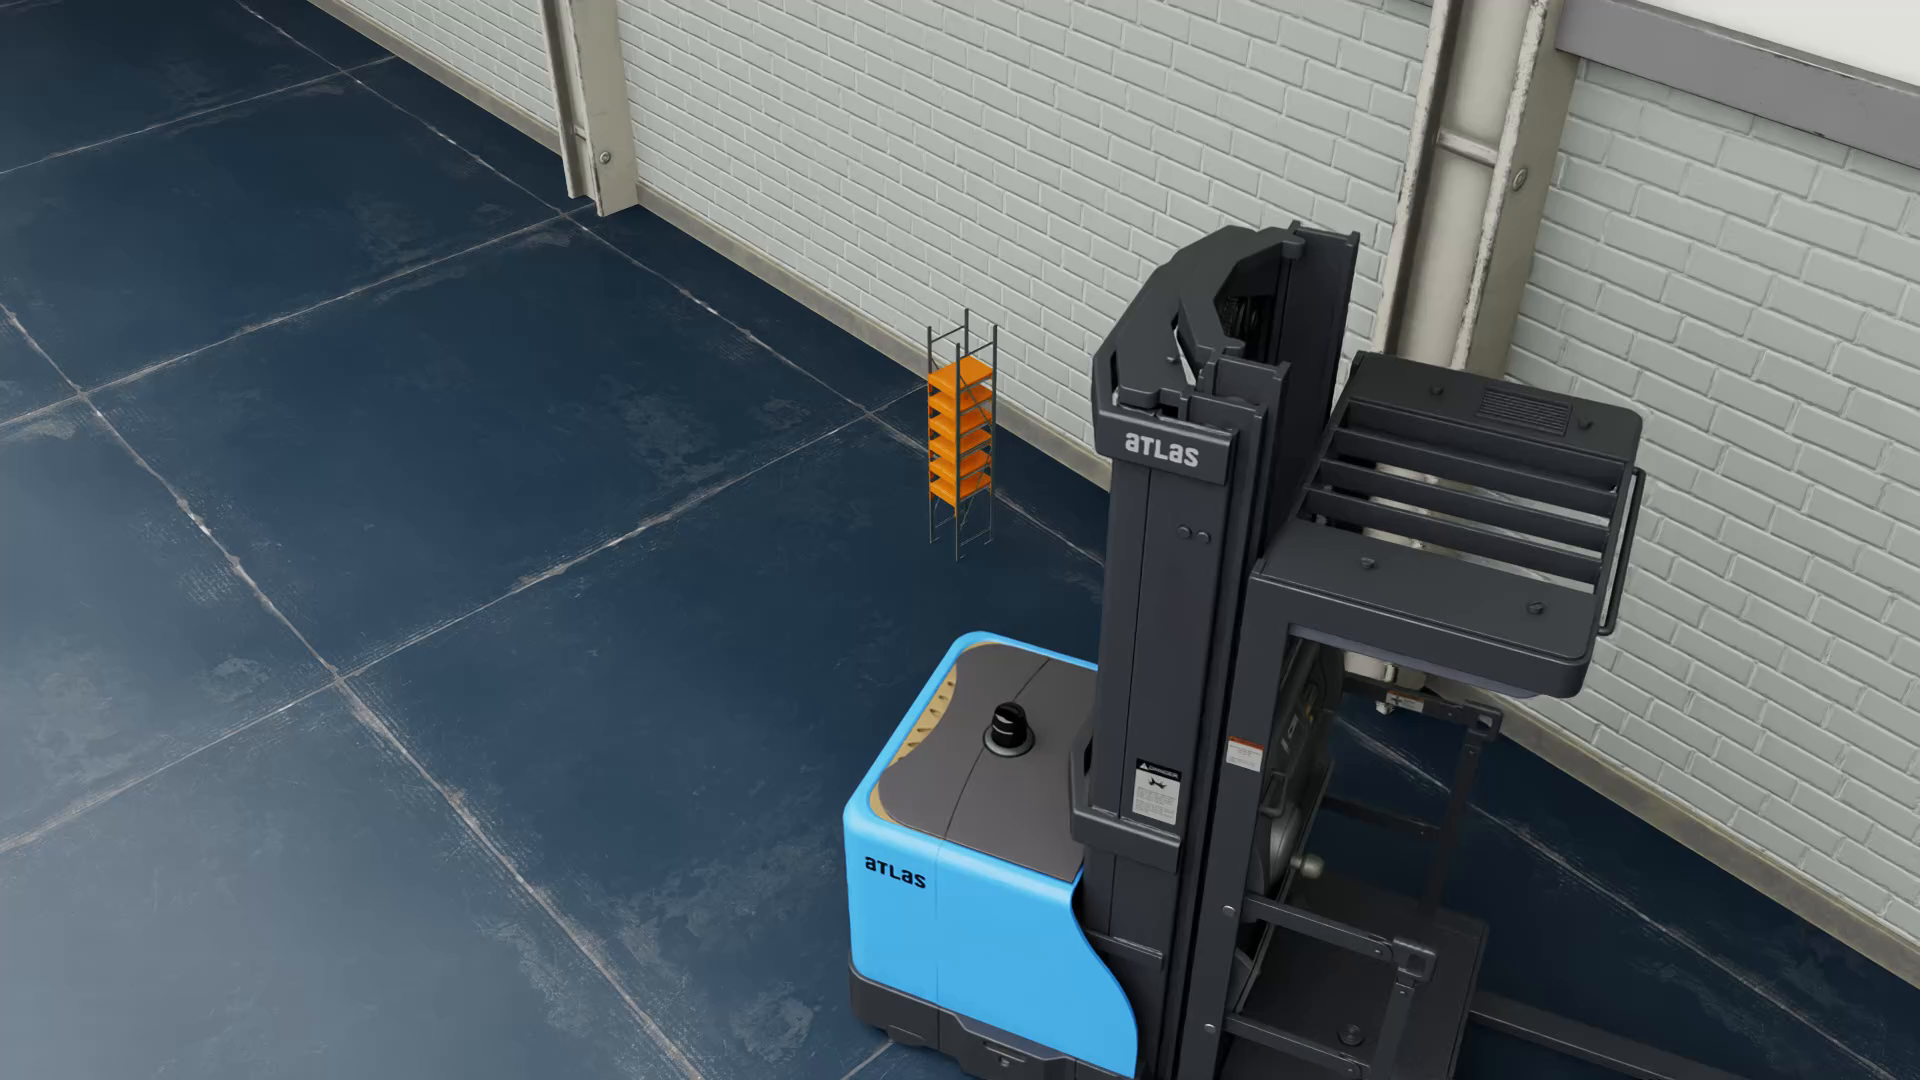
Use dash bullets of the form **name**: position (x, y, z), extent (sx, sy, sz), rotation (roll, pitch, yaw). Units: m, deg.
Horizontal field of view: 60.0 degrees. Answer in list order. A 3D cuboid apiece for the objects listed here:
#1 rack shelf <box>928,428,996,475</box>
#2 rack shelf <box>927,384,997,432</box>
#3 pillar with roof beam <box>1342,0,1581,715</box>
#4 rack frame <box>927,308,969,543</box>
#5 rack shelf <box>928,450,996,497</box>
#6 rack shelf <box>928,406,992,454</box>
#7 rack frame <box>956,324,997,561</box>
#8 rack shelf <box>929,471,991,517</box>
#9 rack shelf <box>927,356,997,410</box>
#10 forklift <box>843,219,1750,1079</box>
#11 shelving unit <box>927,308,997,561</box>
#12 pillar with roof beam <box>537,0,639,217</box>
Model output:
- **rack shelf**: position (0.010, -0.426, 7.600), extent (0.258, 0.103, 0.180), rotation (-30, 48, -32)
- **rack shelf**: position (0.010, -0.612, 7.450), extent (0.258, 0.103, 0.180), rotation (-30, 48, -32)
- **pillar with roof beam**: position (-1.388, -1.085, 2.140), extent (9.100, 9.000, 0.400), rotation (-30, 48, -32)
- **rack frame**: position (-0.052, -0.502, 7.625), extent (0.240, 1.200, 0.006), rotation (-30, 48, -32)
- **rack shelf**: position (0.010, -0.332, 7.676), extent (0.258, 0.103, 0.180), rotation (-30, 48, -32)
- **rack shelf**: position (0.010, -0.519, 7.525), extent (0.258, 0.103, 0.180), rotation (-30, 48, -32)
- **rack frame**: position (0.072, -0.418, 7.520), extent (0.240, 1.200, 0.006), rotation (-30, 48, -32)
- **rack shelf**: position (0.010, -0.239, 7.751), extent (0.258, 0.103, 0.180), rotation (-30, 48, -32)
- **rack shelf**: position (0.010, -0.706, 7.374), extent (0.258, 0.103, 0.180), rotation (-30, 48, -32)
- **forklift**: position (1.179, 0.651, 4.819), extent (3.031, 2.935, 1.130), rotation (16, 41, 18)
- **shelving unit**: position (0.010, -0.460, 7.573), extent (0.258, 1.200, 0.189), rotation (-30, 48, -32)
- **pillar with roof beam**: position (-5.446, -3.862, 5.578), extent (9.100, 9.000, 0.400), rotation (-30, 48, -32)
